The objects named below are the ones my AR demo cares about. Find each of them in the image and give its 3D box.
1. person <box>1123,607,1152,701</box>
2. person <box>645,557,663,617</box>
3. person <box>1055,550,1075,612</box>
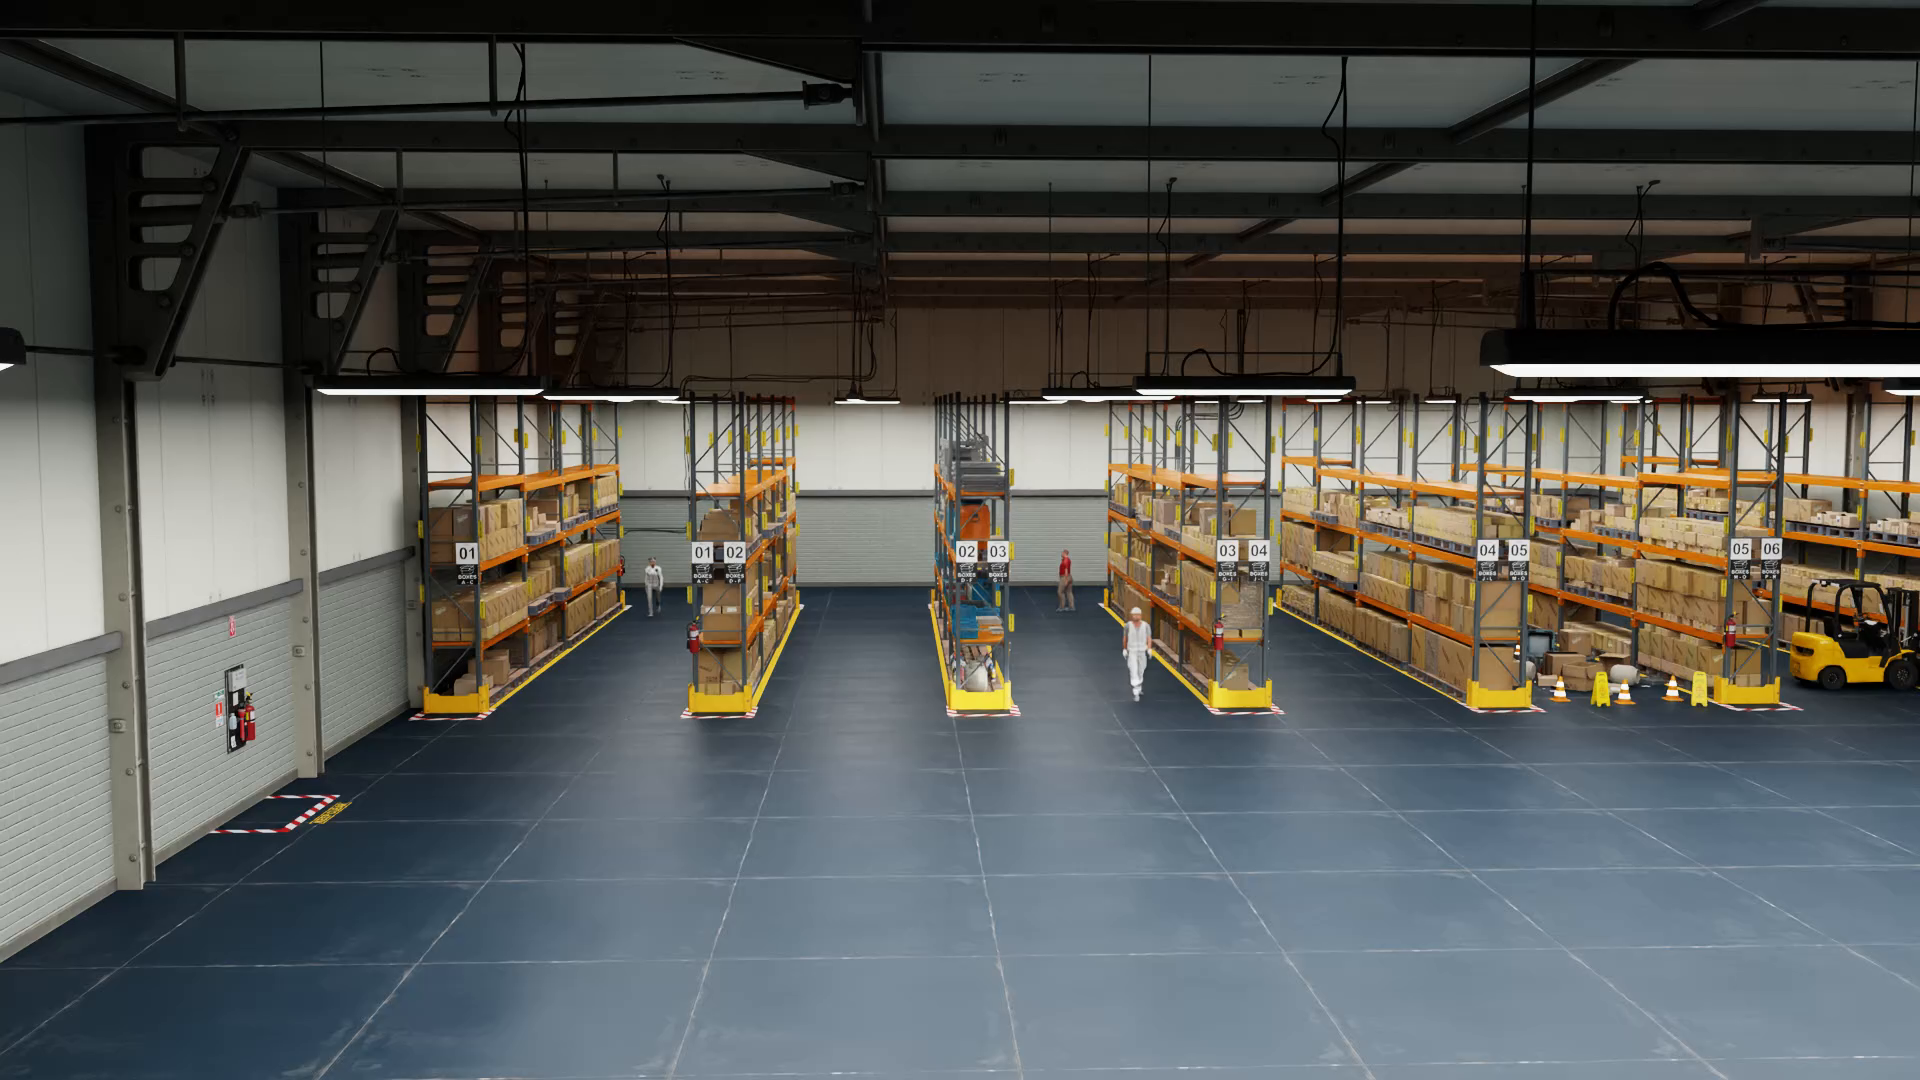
[{"bbox_3d":[3.493,2.234,32.663,0.551,1.828,0.751,0,5,-1],"label":"person"},{"bbox_3d":[-8.370,1.252,45.446,0.479,1.632,0.872,0,5,-5],"label":"person"},{"bbox_3d":[2.953,1.158,46.584,0.592,1.771,0.584,2,5,23],"label":"person"}]
